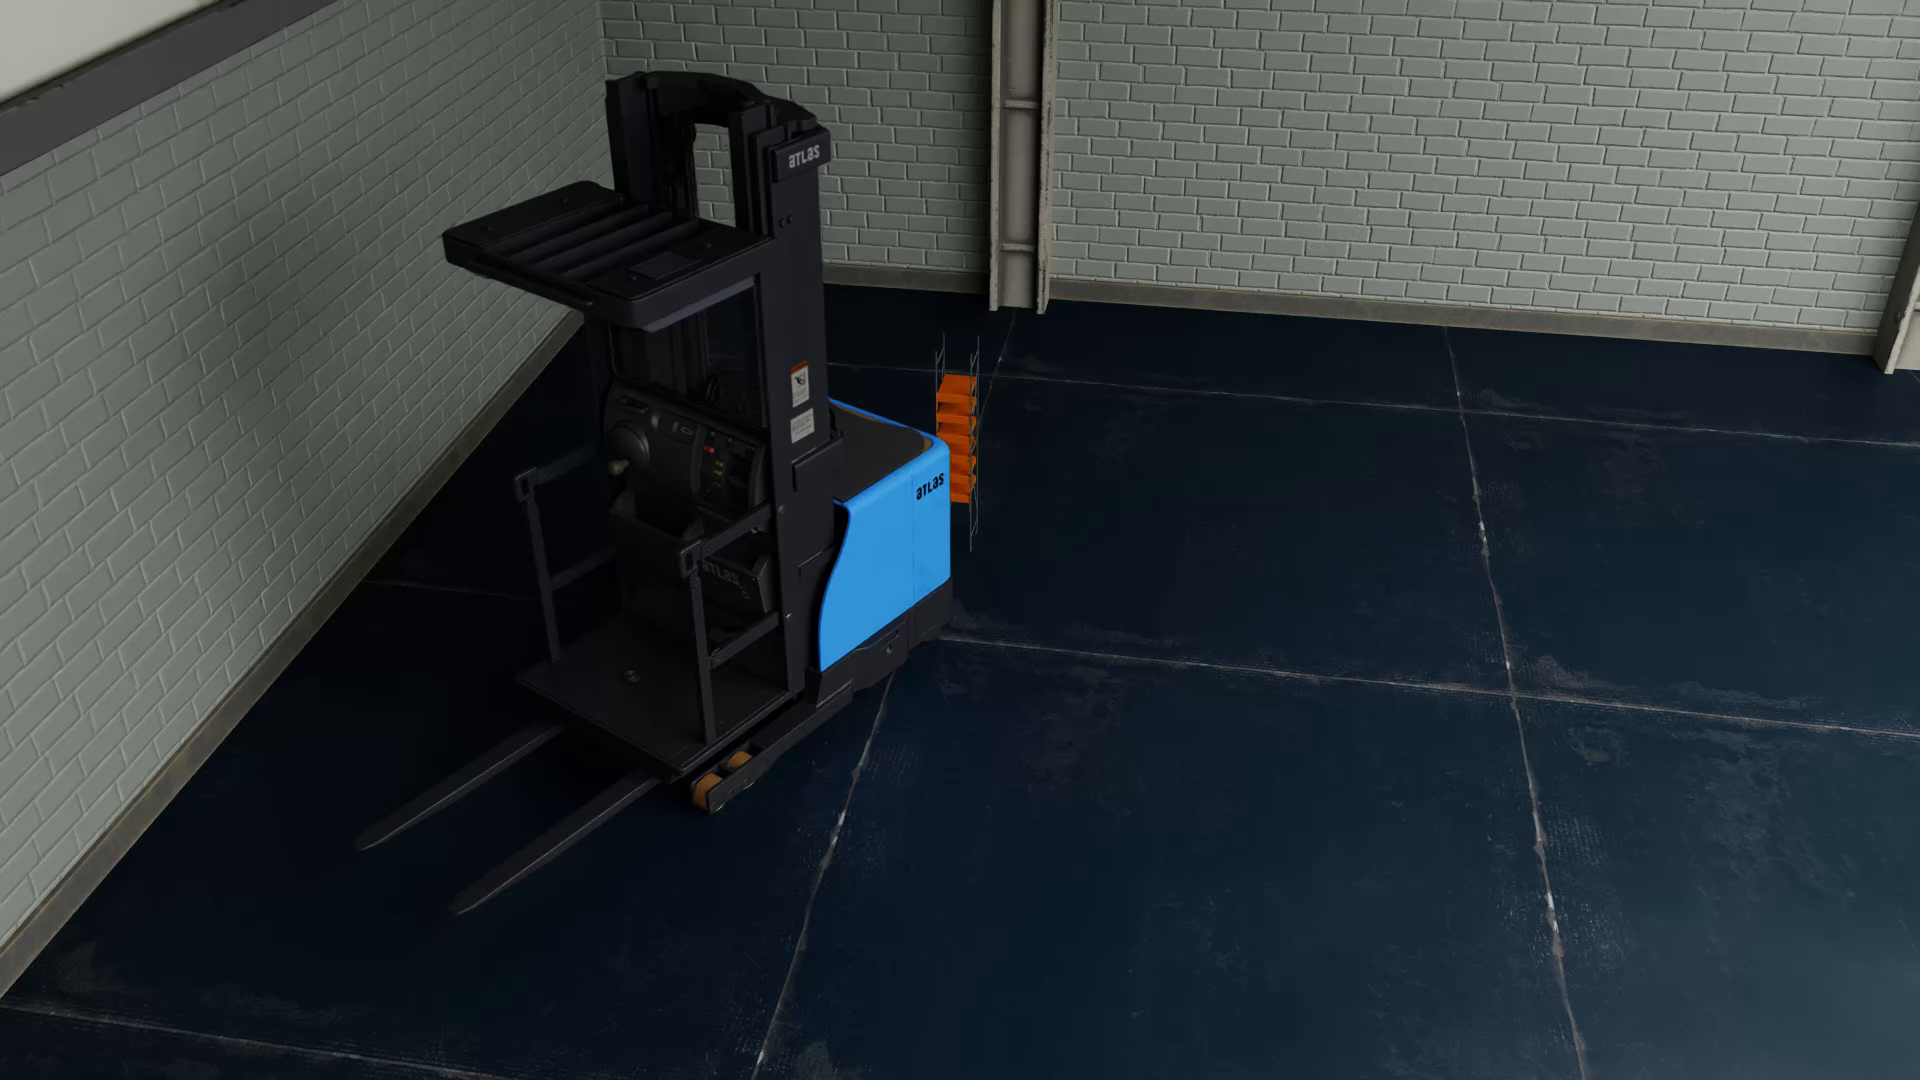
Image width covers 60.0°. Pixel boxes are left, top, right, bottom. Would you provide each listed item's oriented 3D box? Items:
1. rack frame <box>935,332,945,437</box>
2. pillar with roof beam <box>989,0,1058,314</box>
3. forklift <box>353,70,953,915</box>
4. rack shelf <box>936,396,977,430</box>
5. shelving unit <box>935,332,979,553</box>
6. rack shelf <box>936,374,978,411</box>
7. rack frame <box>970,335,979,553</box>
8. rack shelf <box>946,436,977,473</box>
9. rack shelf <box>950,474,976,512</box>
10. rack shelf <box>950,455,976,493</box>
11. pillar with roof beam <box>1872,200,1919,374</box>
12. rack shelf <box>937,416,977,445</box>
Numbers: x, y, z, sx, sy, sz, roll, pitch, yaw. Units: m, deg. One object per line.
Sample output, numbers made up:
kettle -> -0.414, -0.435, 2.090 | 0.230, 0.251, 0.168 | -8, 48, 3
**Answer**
rack frame -> -0.104, -0.518, 8.947 | 0.006, 1.200, 0.240 | 5, 32, 8
pillar with roof beam -> -0.298, -3.266, 5.987 | 0.400, 9.000, 9.100 | 5, 32, 8
forklift -> -1.321, -0.339, 7.029 | 1.130, 2.935, 3.031 | 22, 38, 31
rack shelf -> -0.014, -0.676, 8.830 | 0.180, 0.103, 0.258 | 5, 32, 8
shelving unit -> -0.014, -0.510, 8.934 | 0.189, 1.200, 0.258 | 5, 32, 8
rack shelf -> -0.014, -0.777, 8.766 | 0.180, 0.103, 0.258 | 5, 32, 8
rack frame -> 0.076, -0.502, 8.921 | 0.006, 1.200, 0.240 | 5, 32, 8
rack shelf -> -0.014, -0.472, 8.957 | 0.180, 0.103, 0.258 | 5, 32, 8
rack shelf -> -0.014, -0.269, 9.085 | 0.180, 0.103, 0.258 | 5, 32, 8
rack shelf -> -0.014, -0.371, 9.021 | 0.180, 0.103, 0.258 | 5, 32, 8
pillar with roof beam -> 5.617, -2.731, 5.131 | 0.400, 9.000, 9.100 | 5, 32, 8
rack shelf -> -0.014, -0.574, 8.894 | 0.180, 0.103, 0.258 | 5, 32, 8
